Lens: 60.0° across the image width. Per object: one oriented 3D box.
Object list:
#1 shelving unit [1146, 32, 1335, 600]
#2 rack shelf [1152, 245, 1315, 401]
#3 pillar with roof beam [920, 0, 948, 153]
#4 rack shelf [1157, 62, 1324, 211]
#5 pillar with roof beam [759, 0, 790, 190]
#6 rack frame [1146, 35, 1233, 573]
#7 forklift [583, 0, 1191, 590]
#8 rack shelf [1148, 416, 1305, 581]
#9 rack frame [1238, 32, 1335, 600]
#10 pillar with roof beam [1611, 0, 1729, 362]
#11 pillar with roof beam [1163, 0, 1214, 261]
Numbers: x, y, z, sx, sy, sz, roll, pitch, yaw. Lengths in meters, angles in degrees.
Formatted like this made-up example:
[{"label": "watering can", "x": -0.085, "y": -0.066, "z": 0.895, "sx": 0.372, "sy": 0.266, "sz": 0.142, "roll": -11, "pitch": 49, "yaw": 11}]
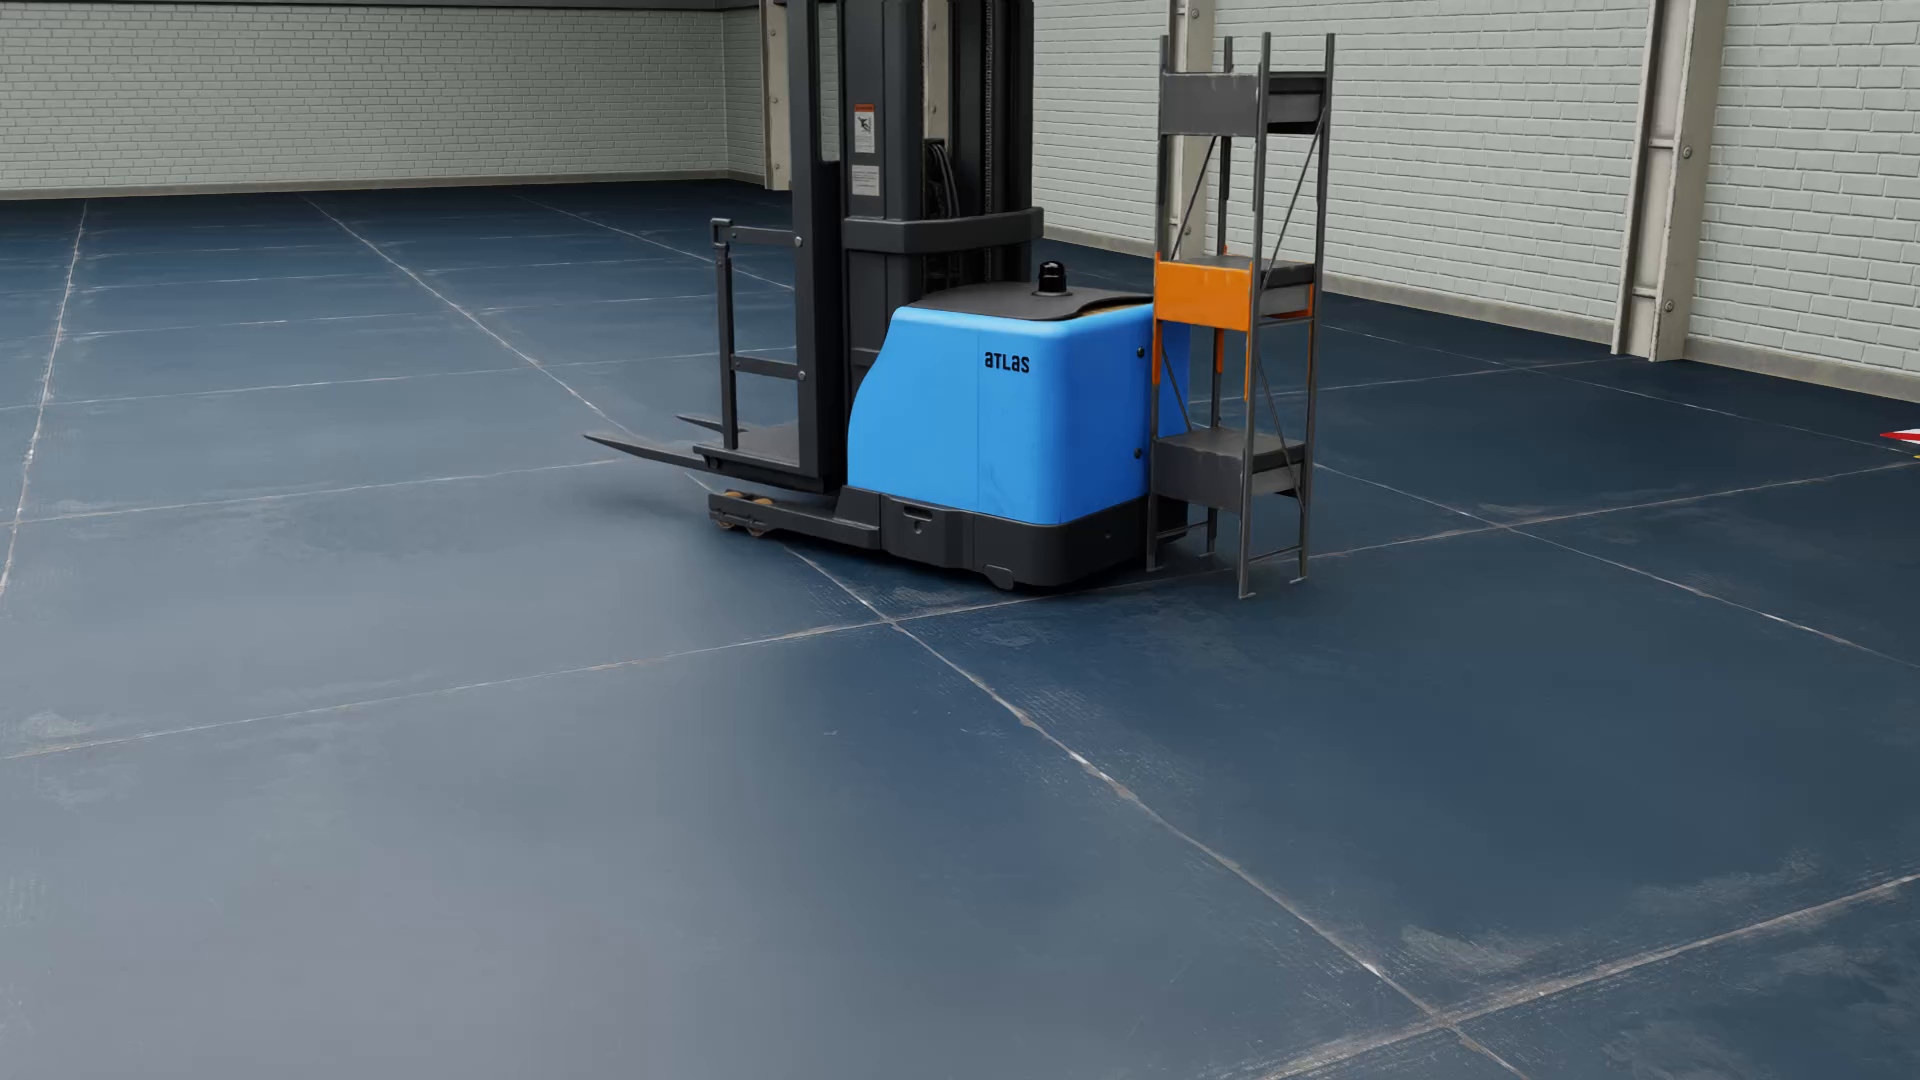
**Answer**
[{"label": "shelving unit", "x": 1.069, "y": -0.865, "z": 6.446, "sx": 0.431, "sy": 2.100, "sz": 0.503, "roll": -13, "pitch": 20, "yaw": -39}, {"label": "rack shelf", "x": 1.069, "y": -0.851, "z": 6.449, "sx": 0.431, "sy": 0.518, "sz": 0.480, "roll": -13, "pitch": 20, "yaw": -39}, {"label": "pillar with roof beam", "x": -4.241, "y": -8.090, "z": 19.127, "sx": 9.100, "sy": 9.000, "sz": 0.400, "roll": -8, "pitch": 18, "yaw": -25}, {"label": "rack shelf", "x": 1.065, "y": -1.526, "z": 6.262, "sx": 0.431, "sy": 0.518, "sz": 0.480, "roll": -13, "pitch": 20, "yaw": -39}, {"label": "pillar with roof beam", "x": -6.870, "y": -9.577, "z": 24.311, "sx": 9.100, "sy": 9.000, "sz": 0.400, "roll": -8, "pitch": 18, "yaw": -25}, {"label": "rack frame", "x": 0.911, "y": -0.913, "z": 6.625, "sx": 0.400, "sy": 2.100, "sz": 0.015, "roll": -13, "pitch": 20, "yaw": -39}, {"label": "forklift", "x": -0.494, "y": -1.525, "z": 7.253, "sx": 3.031, "sy": 2.935, "sz": 1.130, "roll": 13, "pitch": 20, "yaw": 37}, {"label": "rack shelf", "x": 1.073, "y": -0.177, "z": 6.636, "sx": 0.431, "sy": 0.518, "sz": 0.480, "roll": -13, "pitch": 20, "yaw": -39}, {"label": "rack frame", "x": 1.227, "y": -0.816, "z": 6.266, "sx": 0.400, "sy": 2.100, "sz": 0.015, "roll": -13, "pitch": 20, "yaw": -39}, {"label": "pillar with roof beam", "x": 1.016, "y": -5.114, "z": 8.758, "sx": 9.100, "sy": 9.000, "sz": 0.400, "roll": -8, "pitch": 18, "yaw": -25}, {"label": "pillar with roof beam", "x": -1.613, "y": -6.602, "z": 13.942, "sx": 9.100, "sy": 9.000, "sz": 0.400, "roll": -8, "pitch": 18, "yaw": -25}]
